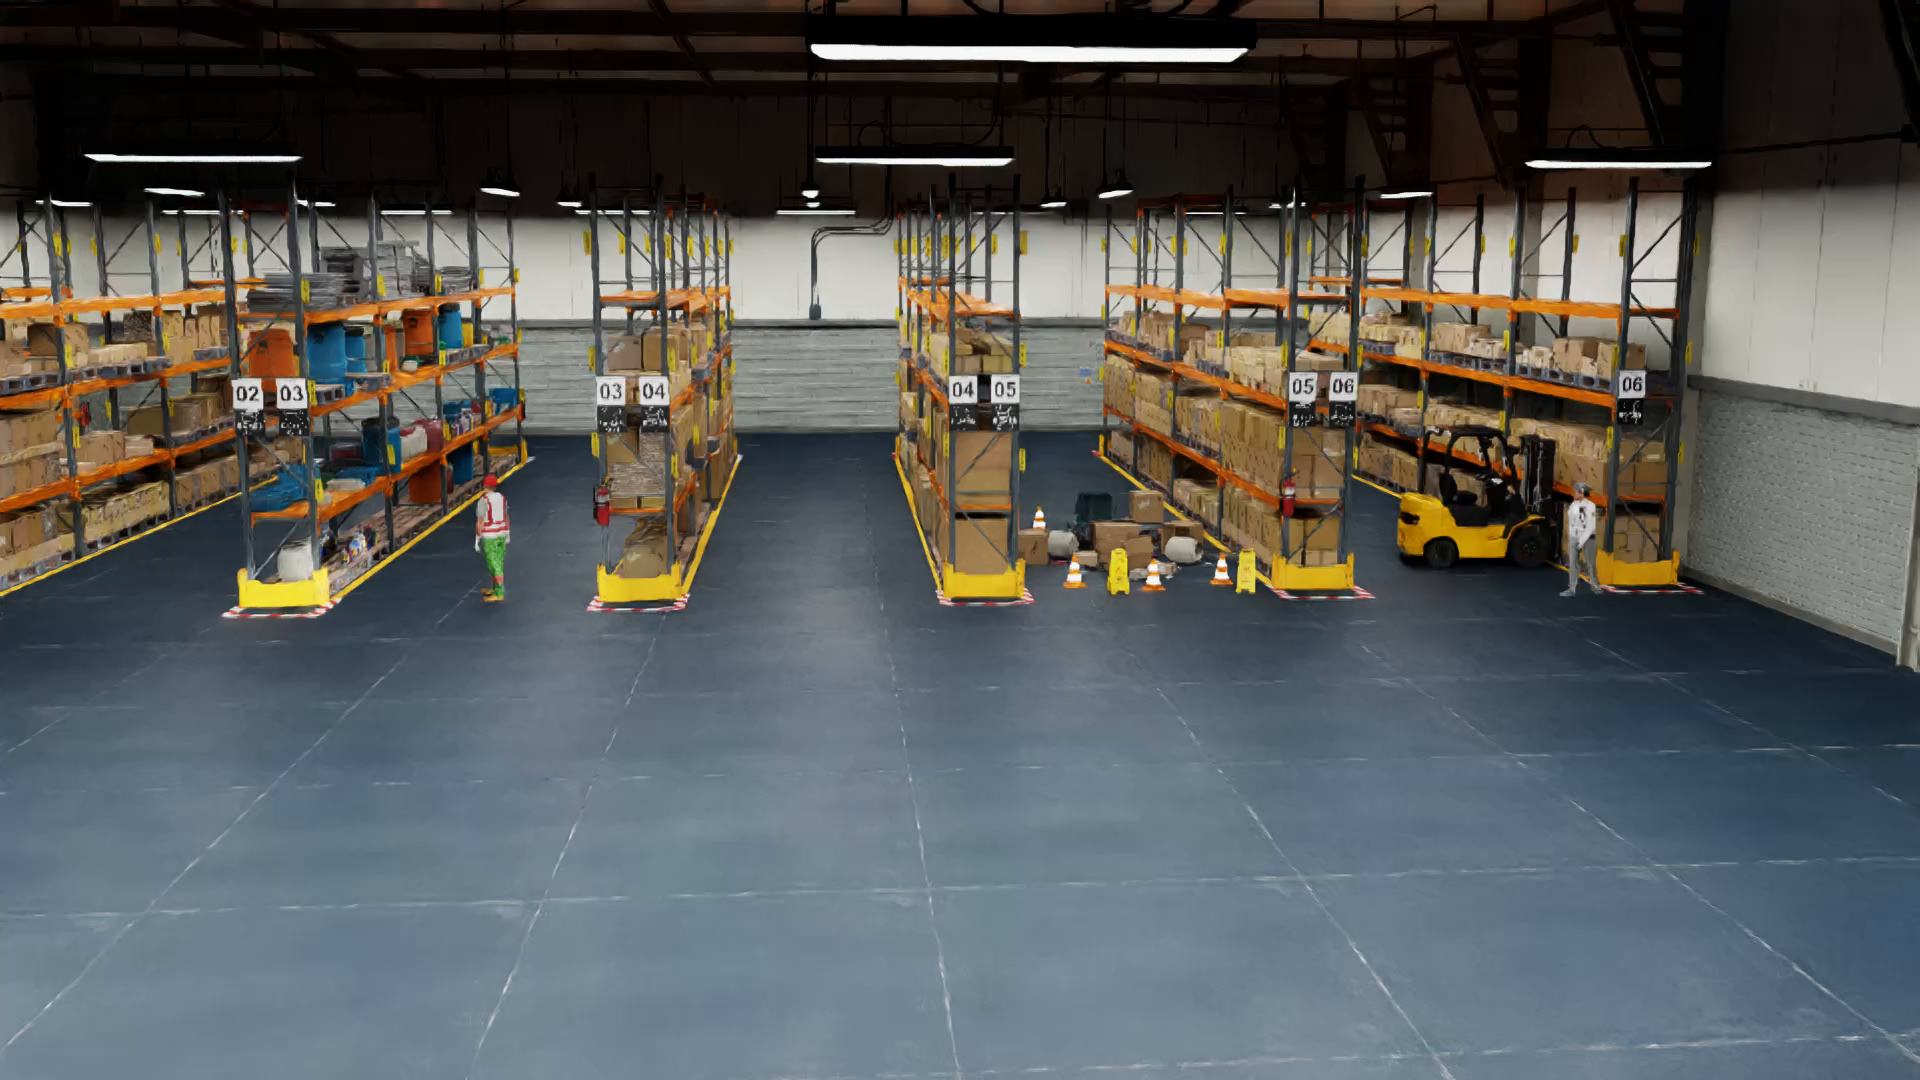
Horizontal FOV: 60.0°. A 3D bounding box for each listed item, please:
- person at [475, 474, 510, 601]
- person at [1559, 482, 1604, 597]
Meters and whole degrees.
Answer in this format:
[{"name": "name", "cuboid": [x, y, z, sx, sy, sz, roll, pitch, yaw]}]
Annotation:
[{"name": "person", "cuboid": [-6.711, -0.058, 23.813, 0.562, 1.786, 0.649, 4, 11, 24]}, {"name": "person", "cuboid": [9.013, -0.018, 24.040, 0.681, 1.658, 0.496, -7, 12, -33]}]
